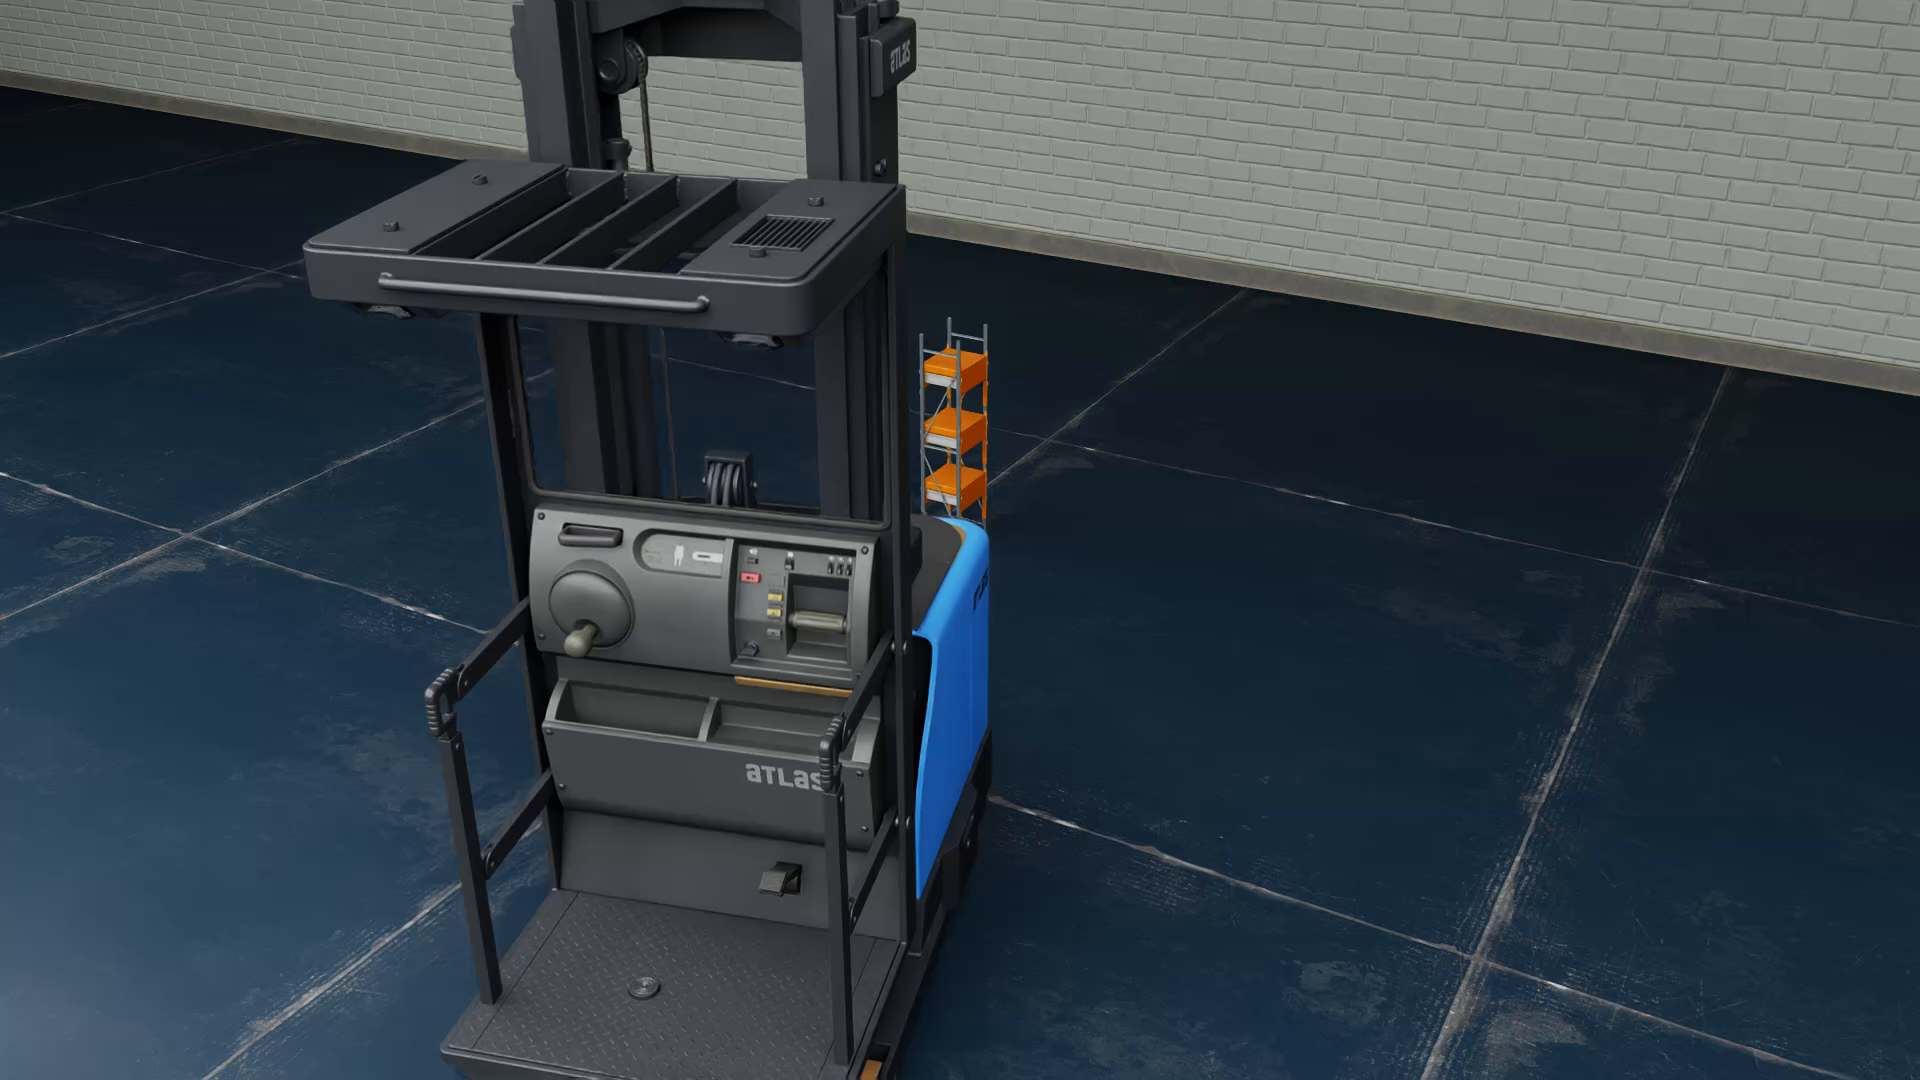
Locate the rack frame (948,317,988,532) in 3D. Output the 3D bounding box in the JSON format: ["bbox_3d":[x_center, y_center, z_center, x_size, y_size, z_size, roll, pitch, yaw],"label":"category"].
[{"bbox_3d":[0.034,-0.496,7.568,0.200,1.050,0.008,14,30,26],"label":"rack frame"}]

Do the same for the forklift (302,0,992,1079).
[{"bbox_3d":[-0.720,0.179,4.118,1.130,2.935,3.031,6,27,12],"label":"forklift"}]

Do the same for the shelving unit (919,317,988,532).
[{"bbox_3d":[-0.026,-0.449,7.473,0.215,1.050,0.252,14,30,26],"label":"shelving unit"}]

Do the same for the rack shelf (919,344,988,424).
[{"bbox_3d":[-0.026,-0.693,7.351,0.215,0.259,0.240,14,30,26],"label":"rack shelf"}]

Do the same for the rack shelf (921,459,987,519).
[{"bbox_3d":[-0.026,-0.191,7.602,0.215,0.259,0.240,14,30,26],"label":"rack shelf"}]

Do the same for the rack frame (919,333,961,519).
[{"bbox_3d":[-0.086,-0.401,7.378,0.200,1.050,0.008,14,30,26],"label":"rack frame"}]

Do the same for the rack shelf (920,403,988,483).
[{"bbox_3d":[-0.026,-0.439,7.478,0.215,0.259,0.240,14,30,26],"label":"rack shelf"}]
